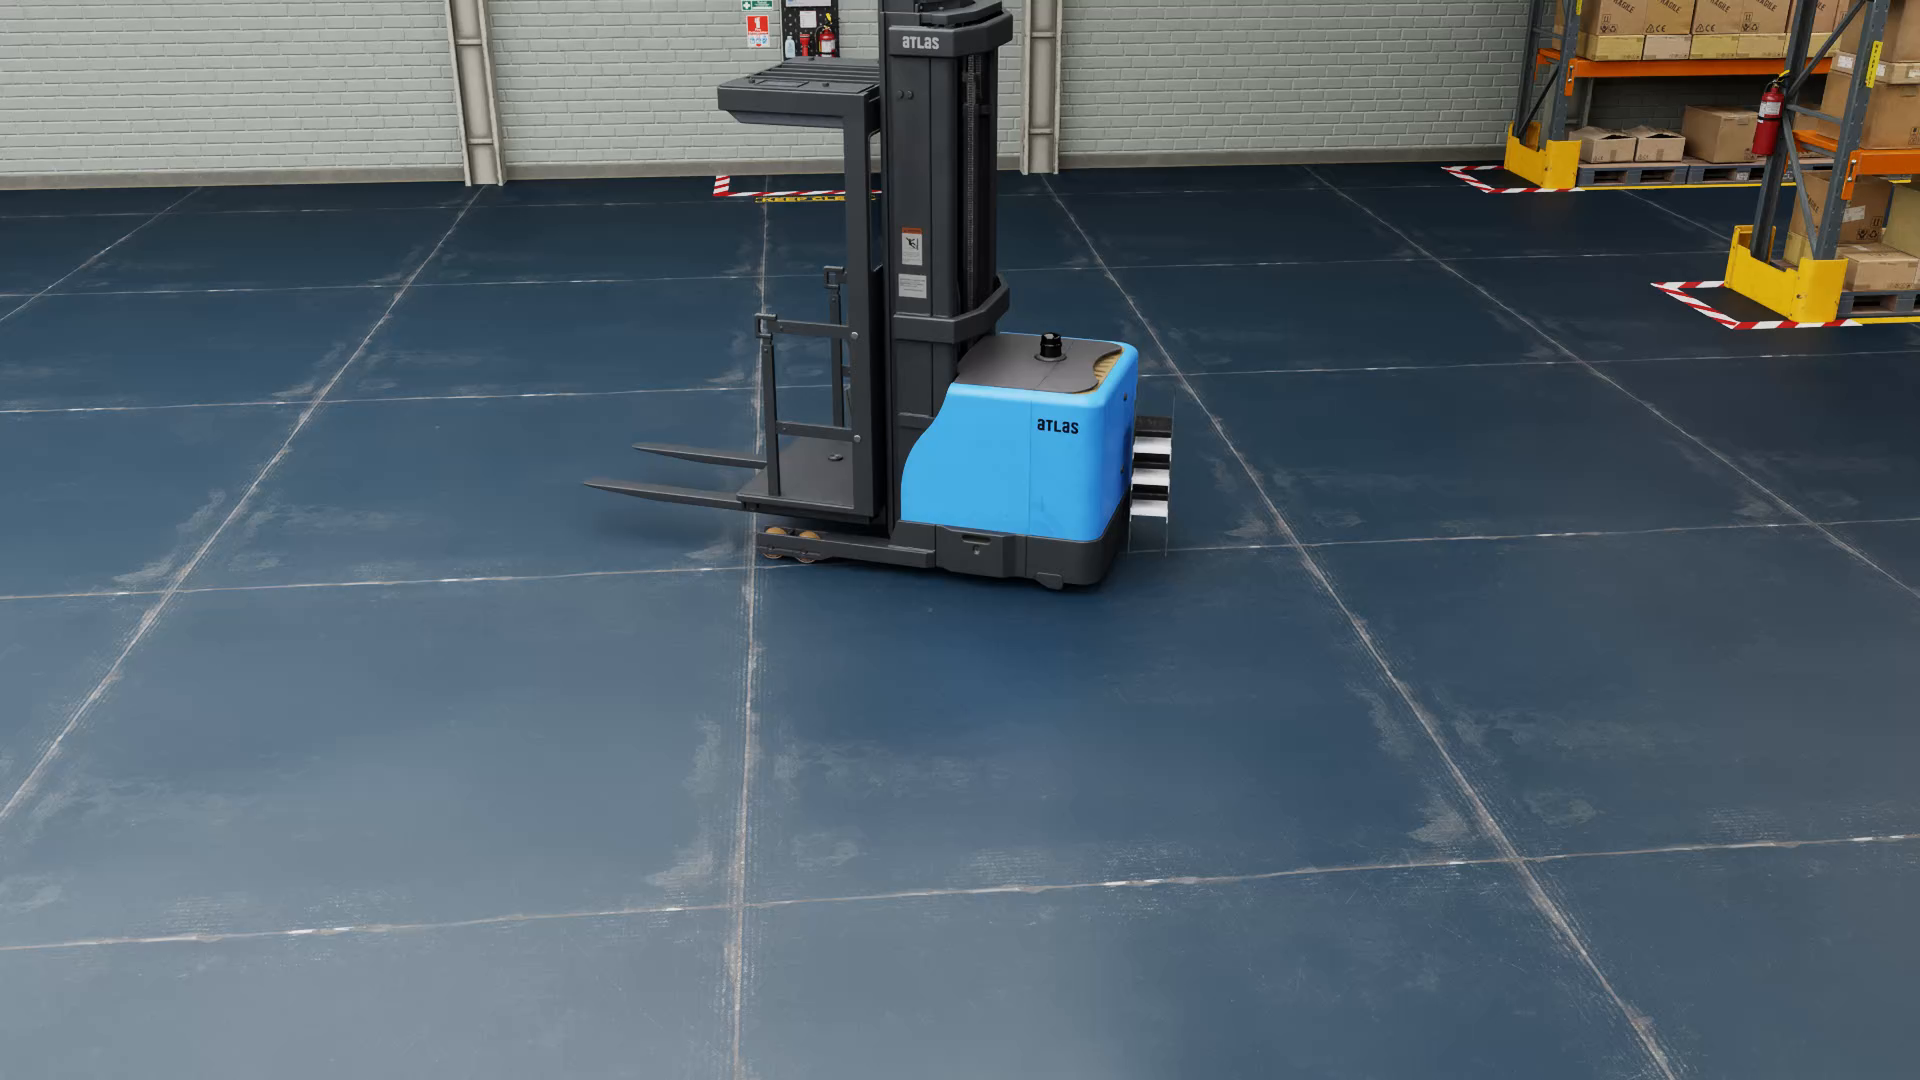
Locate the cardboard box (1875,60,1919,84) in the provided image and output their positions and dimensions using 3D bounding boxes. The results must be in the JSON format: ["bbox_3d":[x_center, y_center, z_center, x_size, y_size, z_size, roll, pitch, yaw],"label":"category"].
[{"bbox_3d":[7.136,-3.591,12.713,0.250,0.149,0.380,-2,24,-6],"label":"cardboard box"}]

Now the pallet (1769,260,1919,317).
[{"bbox_3d":[7.482,-2.093,13.699,1.213,0.211,1.003,-2,24,-5],"label":"pallet"}]

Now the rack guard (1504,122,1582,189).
[{"bbox_3d":[6.310,-4.183,18.045,0.348,0.500,1.175,-2,24,-5],"label":"rack guard"}]

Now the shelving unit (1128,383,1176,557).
[{"bbox_3d":[1.035,-0.375,8.985,0.210,0.900,0.258,3,24,8],"label":"shelving unit"}]

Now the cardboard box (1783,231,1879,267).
[{"bbox_3d":[7.229,-2.396,13.816,0.500,0.250,0.500,-2,24,-5],"label":"cardboard box"}]

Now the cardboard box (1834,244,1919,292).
[{"bbox_3d":[7.280,-2.187,13.345,0.500,0.250,0.500,-2,24,-5],"label":"cardboard box"}]

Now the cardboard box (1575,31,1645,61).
[{"bbox_3d":[6.751,-5.154,17.312,0.500,0.250,0.500,-3,24,-7],"label":"cardboard box"}]

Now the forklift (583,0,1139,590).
[{"bbox_3d":[-0.597,-1.412,8.818,3.031,2.935,1.130,7,25,15],"label":"forklift"}]

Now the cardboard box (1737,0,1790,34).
[{"bbox_3d":[8.259,-5.562,17.307,0.500,0.500,0.500,-2,24,-3],"label":"cardboard box"}]

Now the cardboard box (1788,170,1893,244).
[{"bbox_3d":[7.229,-2.740,13.666,0.500,0.500,0.500,-2,24,-5],"label":"cardboard box"}]

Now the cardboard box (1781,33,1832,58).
[{"bbox_3d":[8.778,-5.238,17.502,0.500,0.250,0.500,-2,24,-5],"label":"cardboard box"}]

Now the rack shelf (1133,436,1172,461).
[{"bbox_3d":[1.035,-0.509,8.925,0.200,0.077,0.258,3,24,8],"label":"rack shelf"}]

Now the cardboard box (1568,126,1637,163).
[{"bbox_3d":[6.932,-4.286,17.968,0.500,0.311,0.500,-5,24,-11],"label":"cardboard box"}]

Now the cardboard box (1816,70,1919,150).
[{"bbox_3d":[7.191,-3.379,13.036,0.500,0.500,0.700,-2,24,-5],"label":"cardboard box"}]

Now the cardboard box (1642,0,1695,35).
[{"bbox_3d":[7.232,-5.519,17.210,0.500,0.500,0.500,-2,24,-5],"label":"cardboard box"}]

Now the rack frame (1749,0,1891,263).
[{"bbox_3d":[6.725,-3.320,13.026,0.127,3.000,1.000,-2,24,-5],"label":"rack frame"}]

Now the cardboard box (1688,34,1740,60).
[{"bbox_3d":[7.774,-5.198,17.412,0.500,0.250,0.500,-3,24,-6],"label":"cardboard box"}]

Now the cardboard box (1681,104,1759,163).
[{"bbox_3d":[8.234,-4.404,18.001,0.500,0.500,0.700,-4,24,-8],"label":"cardboard box"}]

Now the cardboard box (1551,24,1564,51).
[{"bbox_3d":[6.680,-5.360,17.775,0.500,0.250,0.500,-2,24,-4],"label":"cardboard box"}]

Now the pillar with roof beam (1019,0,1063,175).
[{"bbox_3d":[1.298,-6.461,12.708,0.400,9.000,9.100,-2,24,-5],"label":"pillar with roof beam"}]

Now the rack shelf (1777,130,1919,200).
[{"bbox_3d":[8.715,-3.071,13.352,4.000,0.370,1.077,-2,24,-5],"label":"rack shelf"}]

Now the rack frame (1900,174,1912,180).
[{"bbox_3d":[10.215,-5.482,17.890,0.127,3.000,1.000,-2,24,-5],"label":"rack frame"}]

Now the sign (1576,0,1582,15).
[{"bbox_3d":[6.288,-5.498,16.861,0.005,0.325,0.100,-2,24,-5],"label":"sign"}]

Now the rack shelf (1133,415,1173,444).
[{"bbox_3d":[1.035,-0.591,8.889,0.200,0.077,0.258,3,24,8],"label":"rack shelf"}]

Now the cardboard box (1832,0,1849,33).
[{"bbox_3d":[9.279,-5.599,17.390,0.500,0.500,0.500,-2,24,-5],"label":"cardboard box"}]

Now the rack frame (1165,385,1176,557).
[{"bbox_3d":[1.136,-0.368,8.971,0.006,0.900,0.240,3,24,8],"label":"rack frame"}]

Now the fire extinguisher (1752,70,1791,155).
[{"bbox_3d":[6.562,-3.468,13.454,0.183,0.674,0.296,-2,24,-5],"label":"fire extinguisher"}]

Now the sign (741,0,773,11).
[{"bbox_3d":[-2.143,-5.652,17.575,0.331,0.109,0.001,-2,24,-5],"label":"sign"}]

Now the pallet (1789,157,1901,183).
[{"bbox_3d":[9.550,-4.166,18.364,1.213,0.211,1.003,-2,24,-5],"label":"pallet"}]

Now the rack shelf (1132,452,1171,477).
[{"bbox_3d":[1.035,-0.426,8.962,0.200,0.077,0.258,3,24,8],"label":"rack shelf"}]

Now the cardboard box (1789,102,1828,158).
[{"bbox_3d":[9.186,-4.483,18.179,0.500,0.500,0.500,-4,24,-9],"label":"cardboard box"}]
